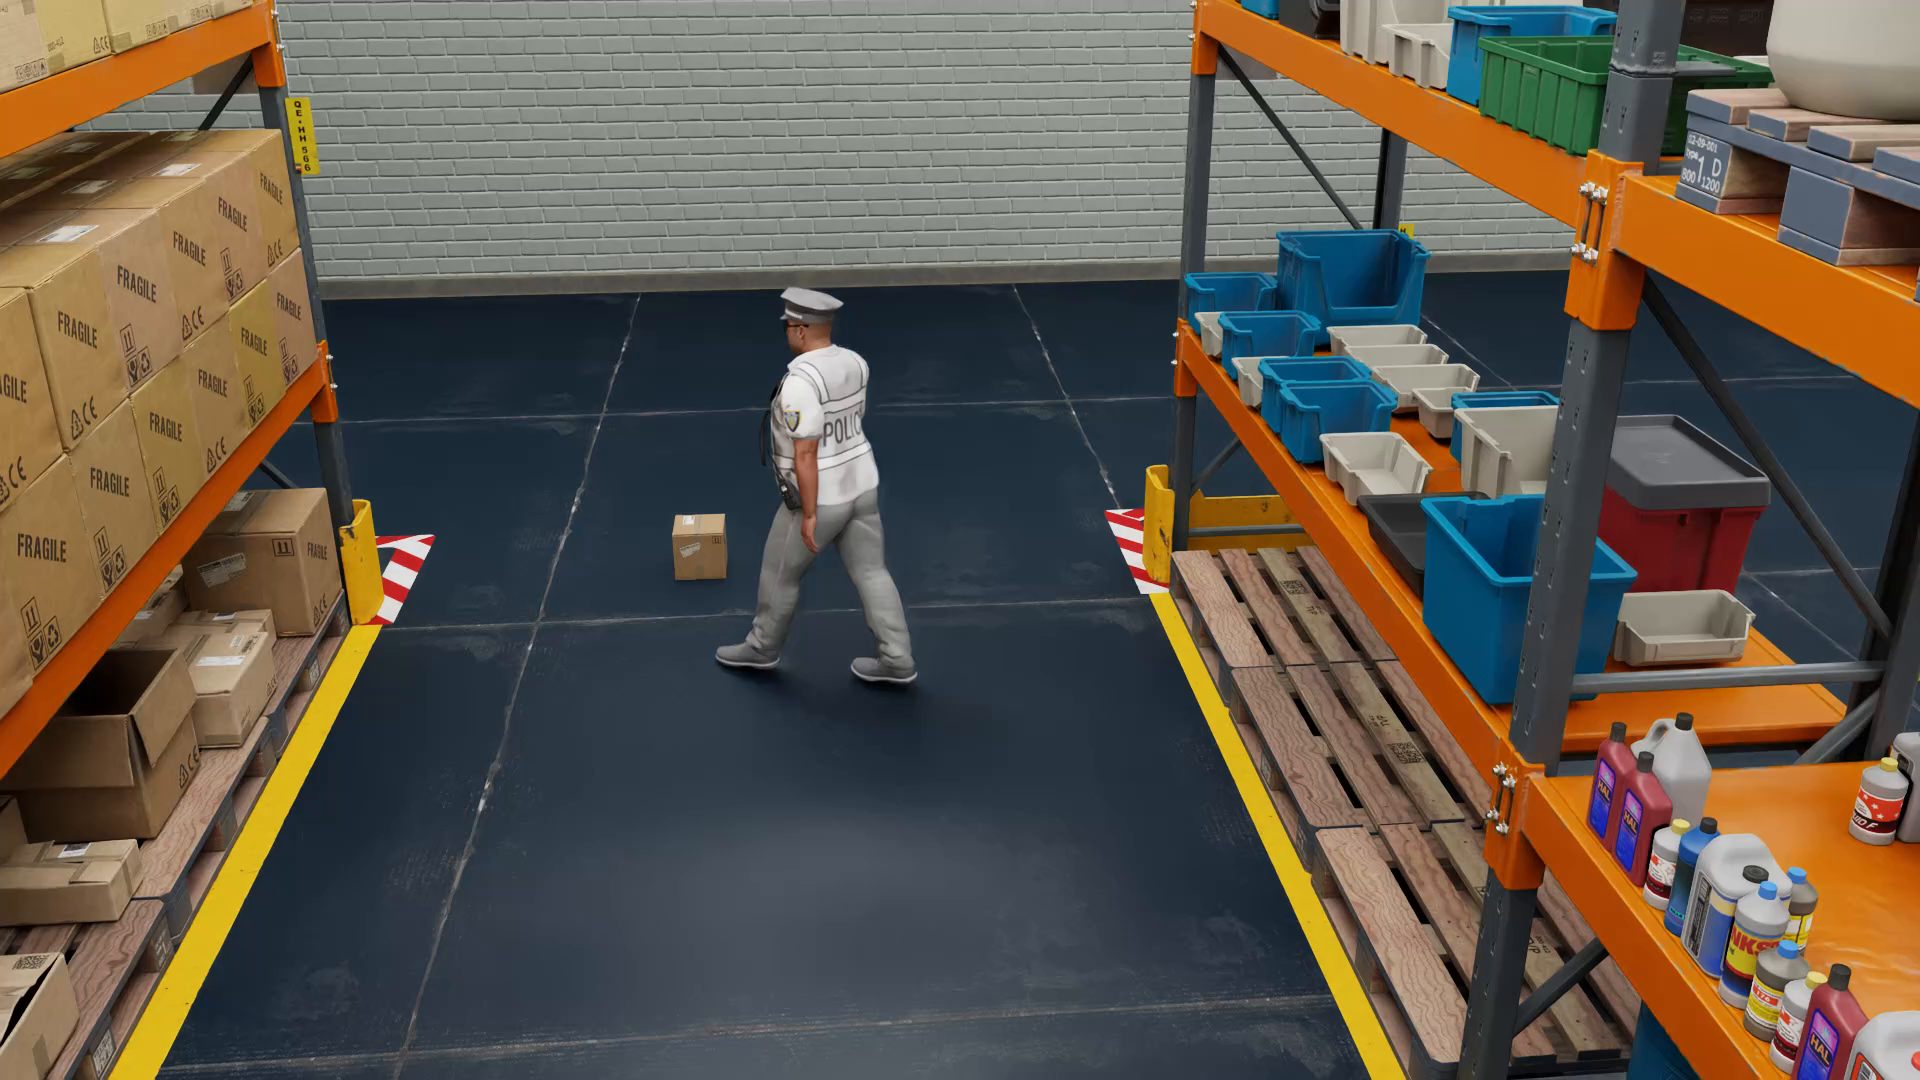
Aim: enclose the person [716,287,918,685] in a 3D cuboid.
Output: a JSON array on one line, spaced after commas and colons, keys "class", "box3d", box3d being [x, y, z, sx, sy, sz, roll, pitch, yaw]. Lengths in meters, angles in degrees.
[{"class": "person", "box3d": [-0.607, -0.214, 7.085, 0.932, 1.711, 0.539, 16, 28, 32]}]
